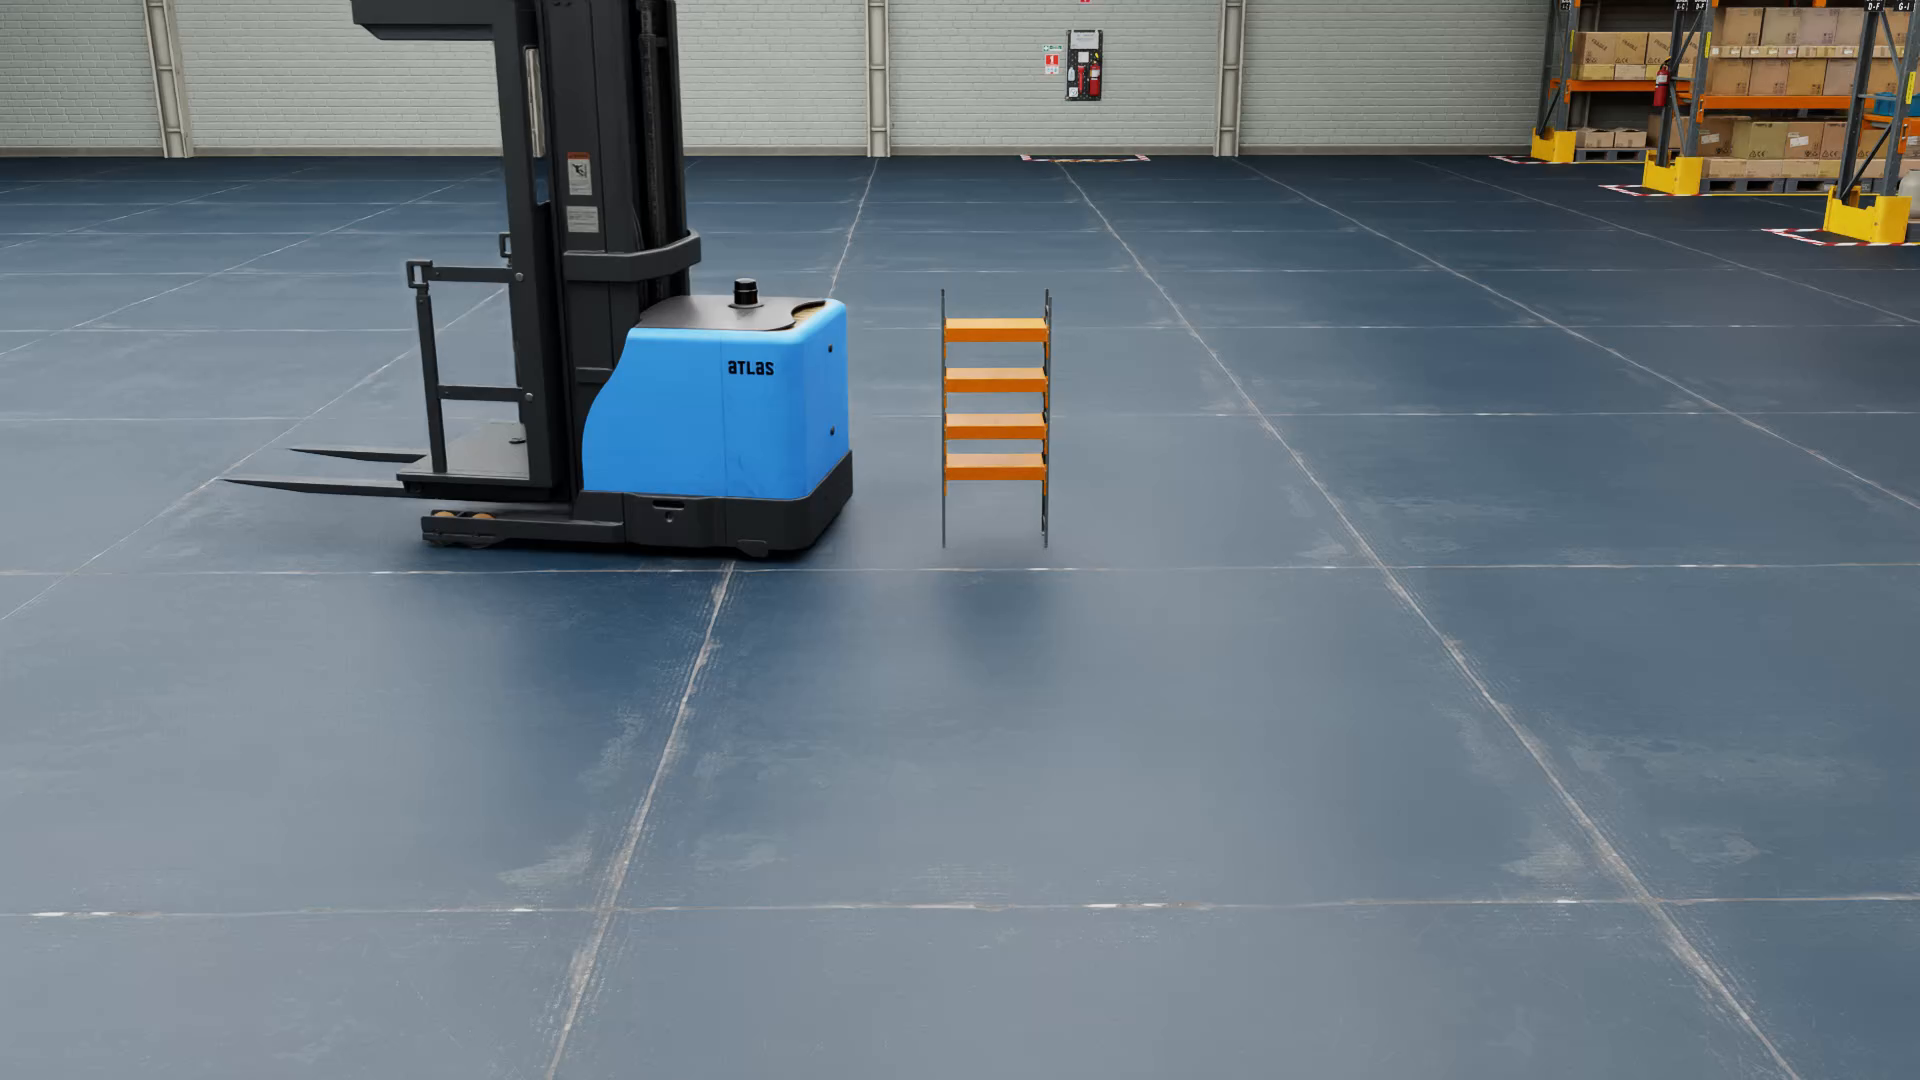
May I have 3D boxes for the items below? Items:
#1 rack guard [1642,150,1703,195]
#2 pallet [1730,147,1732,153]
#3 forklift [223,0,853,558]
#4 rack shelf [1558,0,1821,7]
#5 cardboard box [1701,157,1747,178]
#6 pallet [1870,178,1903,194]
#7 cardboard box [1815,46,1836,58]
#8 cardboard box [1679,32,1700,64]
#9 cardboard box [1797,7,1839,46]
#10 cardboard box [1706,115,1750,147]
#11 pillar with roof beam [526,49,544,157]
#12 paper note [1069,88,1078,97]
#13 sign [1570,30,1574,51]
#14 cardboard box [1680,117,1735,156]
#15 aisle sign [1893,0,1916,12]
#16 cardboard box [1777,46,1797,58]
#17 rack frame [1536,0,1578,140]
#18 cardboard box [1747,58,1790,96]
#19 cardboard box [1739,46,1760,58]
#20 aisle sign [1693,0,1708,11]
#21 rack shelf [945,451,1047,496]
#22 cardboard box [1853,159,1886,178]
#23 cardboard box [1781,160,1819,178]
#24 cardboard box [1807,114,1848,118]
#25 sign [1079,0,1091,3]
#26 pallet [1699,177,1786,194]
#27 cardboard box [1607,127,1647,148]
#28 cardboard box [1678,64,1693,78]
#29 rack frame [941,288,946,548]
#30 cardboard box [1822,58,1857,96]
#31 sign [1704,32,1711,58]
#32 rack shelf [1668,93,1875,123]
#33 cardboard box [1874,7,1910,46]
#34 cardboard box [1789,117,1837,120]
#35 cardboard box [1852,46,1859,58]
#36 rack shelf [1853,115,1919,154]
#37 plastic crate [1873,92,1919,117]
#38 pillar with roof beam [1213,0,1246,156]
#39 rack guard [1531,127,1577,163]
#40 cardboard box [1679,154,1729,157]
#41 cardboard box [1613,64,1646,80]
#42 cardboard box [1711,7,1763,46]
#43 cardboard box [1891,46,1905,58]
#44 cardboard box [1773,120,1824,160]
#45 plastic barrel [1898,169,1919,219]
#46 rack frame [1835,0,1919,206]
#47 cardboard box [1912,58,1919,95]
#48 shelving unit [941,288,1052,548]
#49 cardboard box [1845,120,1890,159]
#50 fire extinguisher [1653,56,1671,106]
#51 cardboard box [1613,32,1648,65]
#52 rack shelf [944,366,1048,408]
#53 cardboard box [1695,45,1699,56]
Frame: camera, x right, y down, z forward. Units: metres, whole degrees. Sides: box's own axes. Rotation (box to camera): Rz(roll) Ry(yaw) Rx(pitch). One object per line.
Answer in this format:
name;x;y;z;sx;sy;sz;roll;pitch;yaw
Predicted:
rack guard;9.972;-5.151;23.287;0.348;0.500;1.175;0;18;-1
pallet;13.242;-6.532;28.064;1.213;0.211;1.003;0;18;-1
forklift;-2.115;-1.509;7.952;3.031;2.935;1.130;3;18;9
rack shelf;11.913;-8.950;27.304;4.000;0.370;1.077;0;18;-1
cardboard box;10.535;-5.167;23.058;0.500;0.250;0.500;0;18;-1
pallet;13.199;-5.042;23.420;1.213;0.211;1.003;0;18;-1
cardboard box;11.679;-6.641;22.613;0.250;0.149;0.380;-1;18;-2
cardboard box;11.923;-8.066;27.267;0.500;0.500;0.500;0;18;1
cardboard box;11.545;-7.012;22.709;0.500;0.500;0.700;0;18;-1
cardboard box;12.876;-6.876;27.943;0.500;0.500;0.500;-2;18;-5
pillar with roof beam;-7.330;-9.577;23.170;0.400;9.000;9.100;0;18;-1
paper note;1.951;-7.694;28.563;0.142;0.148;0.016;0;18;-1
sign;9.922;-8.101;26.973;0.005;0.325;0.100;0;18;-1
cardboard box;10.527;-5.683;23.438;0.500;0.500;0.500;0;18;-1
aisle sign;10.003;-5.977;17.512;0.004;0.787;0.394;0;18;-1
cardboard box;11.157;-6.638;22.603;0.250;0.149;0.380;-1;18;-2
rack frame;9.914;-7.854;27.622;0.127;3.000;1.000;0;18;-1
cardboard box;10.988;-6.392;22.898;0.500;0.500;0.700;0;18;1
cardboard box;10.655;-6.636;22.599;0.250;0.149;0.380;-1;18;-2
aisle sign;9.935;-7.486;22.216;0.004;0.787;0.394;0;18;-1
rack shelf;0.166;-0.319;7.948;0.480;0.148;0.258;0;18;-1
cardboard box;12.535;-5.176;23.087;0.500;0.250;0.500;0;18;-1
cardboard box;11.535;-5.173;23.076;0.500;0.250;0.500;0;18;-1
cardboard box;14.649;-6.902;28.024;0.500;0.500;0.700;0;18;1
sign;2.120;-9.227;28.106;0.199;0.298;0.001;0;18;-1
pallet;10.760;-5.030;23.383;1.213;0.211;1.003;0;18;-1
cardboard box;11.177;-6.762;27.899;0.500;0.311;0.500;1;18;4
cardboard box;11.941;-7.707;27.376;0.500;0.250;0.500;0;18;0
rack frame;-0.078;-0.571;7.863;0.015;1.200;0.240;0;18;-1
cardboard box;12.010;-6.396;22.911;0.500;0.500;0.700;0;18;1
sign;9.998;-6.622;22.233;0.005;0.325;0.100;0;18;-1
rack shelf;11.995;-6.009;23.046;4.000;0.370;1.077;0;18;-1
cardboard box;12.546;-7.017;22.724;0.500;0.500;0.700;0;18;-1
cardboard box;12.027;-5.694;23.474;0.500;0.500;0.500;0;18;-1
cardboard box;12.192;-6.643;22.619;0.250;0.149;0.380;0;18;1
rack shelf;12.070;-4.496;18.329;4.000;0.370;1.077;0;18;-1
plastic crate;10.566;-4.852;18.505;0.616;0.251;0.499;0;18;-1
pillar with roof beam;4.669;-9.635;23.351;0.400;9.000;9.100;0;18;-1
rack guard;9.990;-6.665;28.005;0.348;0.500;1.175;0;18;-1
cardboard box;10.527;-5.325;23.551;0.500;0.250;0.500;0;18;-1
cardboard box;10.926;-7.705;27.368;0.500;0.250;0.500;-1;18;-3
cardboard box;10.516;-7.006;22.688;0.500;0.500;0.700;0;18;-1
cardboard box;12.709;-6.646;22.630;0.250;0.149;0.380;0;18;-1
cardboard box;11.535;-5.533;22.972;0.500;0.500;0.500;0;18;-1
plastic barrel;10.727;-3.871;18.588;0.421;0.512;0.421;0;18;0
rack frame;10.070;-4.829;18.190;0.127;3.000;1.000;0;18;-1
cardboard box;13.024;-6.400;22.924;0.500;0.500;0.700;0;18;-1
shelving unit;0.166;-0.572;7.867;0.503;1.200;0.258;0;18;-1
cardboard box;12.535;-5.537;22.984;0.500;0.500;0.500;0;18;-1
fire extinguisher;9.870;-6.446;23.358;0.183;0.674;0.296;0;18;-1
cardboard box;10.890;-8.060;27.246;0.500;0.500;0.500;0;18;-1
rack shelf;0.166;-0.721;7.819;0.480;0.148;0.258;0;18;-1
cardboard box;10.375;-6.758;22.978;0.250;0.149;0.380;-1;18;-2
